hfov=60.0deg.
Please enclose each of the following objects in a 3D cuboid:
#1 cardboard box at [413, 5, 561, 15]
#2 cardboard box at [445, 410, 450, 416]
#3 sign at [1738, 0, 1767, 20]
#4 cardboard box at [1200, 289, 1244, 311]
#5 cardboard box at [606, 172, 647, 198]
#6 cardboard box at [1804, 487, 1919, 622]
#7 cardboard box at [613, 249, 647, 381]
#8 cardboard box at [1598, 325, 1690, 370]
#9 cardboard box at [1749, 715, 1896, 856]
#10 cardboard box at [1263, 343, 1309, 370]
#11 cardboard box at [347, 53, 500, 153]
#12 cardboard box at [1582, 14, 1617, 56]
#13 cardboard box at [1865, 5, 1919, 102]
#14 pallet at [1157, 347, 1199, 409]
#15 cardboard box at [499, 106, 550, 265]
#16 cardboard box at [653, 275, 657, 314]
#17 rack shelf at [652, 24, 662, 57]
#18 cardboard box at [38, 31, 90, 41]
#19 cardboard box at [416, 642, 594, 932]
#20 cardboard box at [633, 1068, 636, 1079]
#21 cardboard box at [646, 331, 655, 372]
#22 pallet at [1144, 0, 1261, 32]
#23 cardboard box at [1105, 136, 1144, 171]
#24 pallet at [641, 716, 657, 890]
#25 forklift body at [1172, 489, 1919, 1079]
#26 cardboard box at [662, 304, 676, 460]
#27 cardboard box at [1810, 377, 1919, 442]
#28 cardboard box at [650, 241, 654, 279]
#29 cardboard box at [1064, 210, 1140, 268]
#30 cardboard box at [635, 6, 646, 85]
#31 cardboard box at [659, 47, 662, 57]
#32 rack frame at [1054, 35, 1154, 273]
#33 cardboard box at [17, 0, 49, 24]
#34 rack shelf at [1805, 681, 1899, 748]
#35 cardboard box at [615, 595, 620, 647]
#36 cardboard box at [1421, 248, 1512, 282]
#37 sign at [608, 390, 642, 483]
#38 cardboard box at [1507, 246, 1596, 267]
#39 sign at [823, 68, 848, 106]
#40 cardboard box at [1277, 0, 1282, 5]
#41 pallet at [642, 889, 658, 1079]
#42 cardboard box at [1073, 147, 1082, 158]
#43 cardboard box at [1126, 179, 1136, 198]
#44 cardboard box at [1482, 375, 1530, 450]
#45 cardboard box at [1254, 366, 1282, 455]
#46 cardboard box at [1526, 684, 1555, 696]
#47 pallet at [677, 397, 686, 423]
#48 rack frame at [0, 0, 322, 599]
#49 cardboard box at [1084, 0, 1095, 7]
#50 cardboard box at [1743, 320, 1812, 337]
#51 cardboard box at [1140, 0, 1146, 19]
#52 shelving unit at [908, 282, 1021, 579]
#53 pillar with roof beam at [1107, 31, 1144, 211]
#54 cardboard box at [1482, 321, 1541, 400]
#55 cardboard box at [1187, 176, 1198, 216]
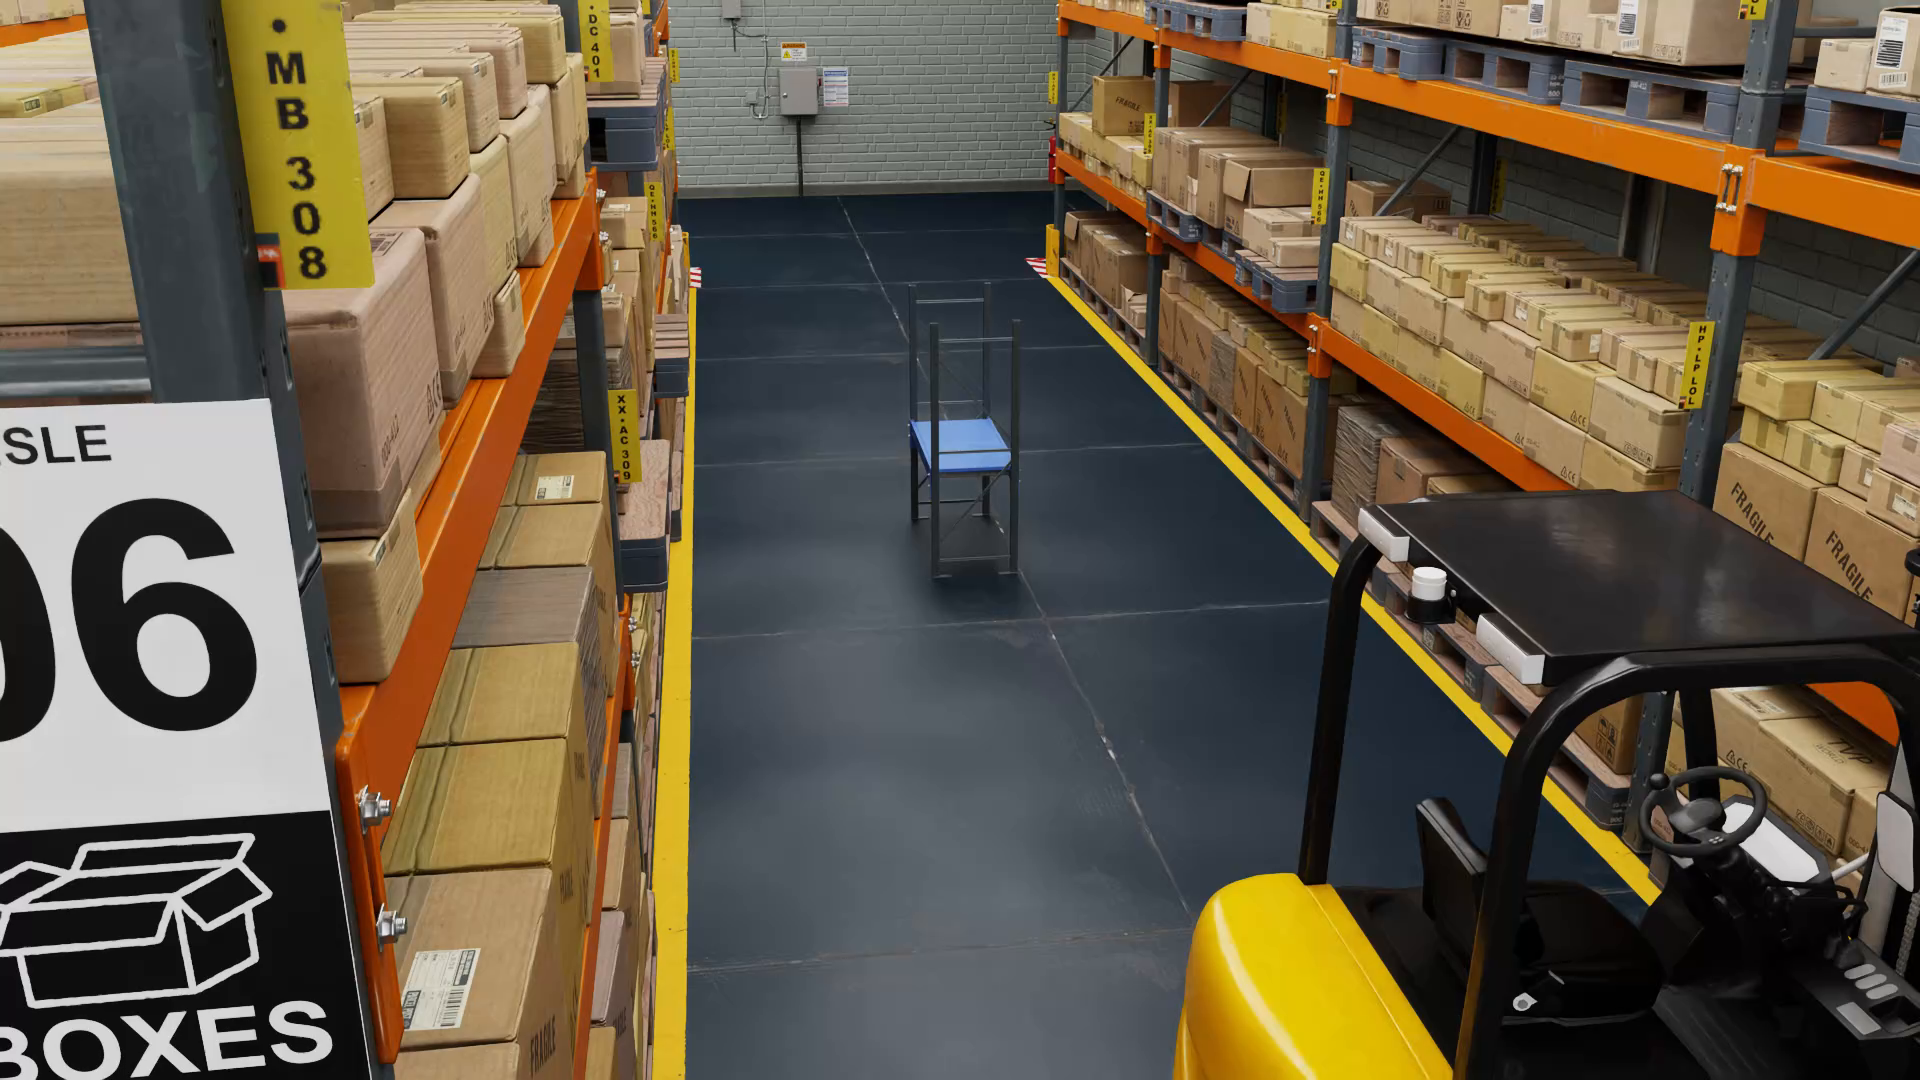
[{"bbox_3d":[-1.297,-1.390,4.582,0.380,0.149,0.250,-3,21,-9],"label":"cardboard box"},{"bbox_3d":[-1.055,-0.303,2.813,0.380,0.149,0.250,-4,21,-9],"label":"cardboard box"},{"bbox_3d":[2.704,-1.929,5.618,0.100,0.325,0.005,-3,21,-8],"label":"sign"},{"bbox_3d":[2.092,-1.852,12.934,0.380,0.149,0.250,-3,21,-9],"label":"cardboard box"},{"bbox_3d":[-2.078,-1.997,9.703,0.500,0.500,0.500,-4,21,-10],"label":"cardboard box"},{"bbox_3d":[3.136,0.134,5.426,0.500,0.500,0.500,-3,21,-7],"label":"cardboard box"},{"bbox_3d":[-1.671,-0.996,7.427,0.500,0.500,0.500,-4,21,-10],"label":"cardboard box"},{"bbox_3d":[2.932,-0.799,6.997,0.380,0.149,0.250,-3,21,-8],"label":"cardboard box"},{"bbox_3d":[3.062,0.819,5.637,0.500,0.250,0.500,-3,21,-8],"label":"cardboard box"},{"bbox_3d":[2.276,-1.224,11.252,0.380,0.149,0.250,-4,21,-10],"label":"cardboard box"},{"bbox_3d":[-1.022,-0.765,2.910,0.380,0.149,0.250,-2,21,-6],"label":"cardboard box"},{"bbox_3d":[2.780,-2.062,6.777,0.380,0.149,0.250,-3,21,-8],"label":"cardboard box"},{"bbox_3d":[3.118,-1.472,4.967,0.500,0.311,0.500,-2,21,-7],"label":"cardboard box"},{"bbox_3d":[2.241,-1.349,13.526,1.003,0.211,1.213,-3,21,-8],"label":"pallet"},{"bbox_3d":[-1.121,-0.721,3.362,0.500,0.250,0.500,-2,21,-7],"label":"cardboard box"},{"bbox_3d":[-2.070,-1.410,9.919,0.500,0.250,0.500,-3,21,-9],"label":"cardboard box"},{"bbox_3d":[-2.537,-3.059,10.860,1.077,0.370,4.000,-3,21,-8],"label":"rack shelf"},{"bbox_3d":[-1.708,-1.001,3.541,0.380,0.149,0.250,-3,21,-9],"label":"cardboard box"},{"bbox_3d":[-1.123,0.576,3.818,0.500,0.500,0.500,-3,21,-9],"label":"cardboard box"},{"bbox_3d":[-1.166,1.729,4.629,0.500,0.250,0.500,-3,21,-7],"label":"cardboard box"},{"bbox_3d":[-1.696,-0.919,8.150,0.380,0.149,0.250,-3,21,-7],"label":"cardboard box"},{"bbox_3d":[2.110,-4.023,12.681,1.213,0.211,1.003,-3,21,-8],"label":"pallet"},{"bbox_3d":[1.625,-3.514,15.127,0.500,0.250,0.500,-3,21,-8],"label":"cardboard box"},{"bbox_3d":[-1.786,1.123,6.907,1.003,0.211,1.213,-3,21,-8],"label":"pallet"},{"bbox_3d":[1.737,1.053,4.323,2.313,2.155,1.214,-3,21,-8],"label":"forklift body"},{"bbox_3d":[-2.391,-1.052,11.182,0.875,0.875,0.875,-3,21,-7],"label":"cardboard box"},{"bbox_3d":[3.136,-0.445,5.624,0.380,0.149,0.250,-3,21,-7],"label":"cardboard box"},{"bbox_3d":[-2.077,-1.650,9.847,0.500,0.250,0.500,-3,21,-8],"label":"cardboard box"},{"bbox_3d":[1.504,-3.131,17.278,0.797,0.503,0.637,-4,21,-10],"label":"cardboard box"},{"bbox_3d":[-1.434,-1.843,6.191,0.500,0.250,0.500,-3,21,-8],"label":"cardboard box"},{"bbox_3d":[-2.976,-4.512,15.511,0.380,0.149,0.250,-2,21,-7],"label":"cardboard box"},{"bbox_3d":[1.509,-4.320,17.495,1.000,3.000,0.127,-3,21,-8],"label":"rack frame"},{"bbox_3d":[-7.652,-4.261,13.266,0.500,0.250,0.500,-2,21,-5],"label":"cardboard box"},{"bbox_3d":[3.527,0.864,4.643,1.077,0.370,4.000,-3,21,-8],"label":"rack shelf"},{"bbox_3d":[-1.324,0.300,5.484,0.380,0.149,0.250,-3,21,-8],"label":"cardboard box"},{"bbox_3d":[2.635,-1.420,8.661,0.380,0.149,0.250,-3,21,-7],"label":"cardboard box"},{"bbox_3d":[-1.136,-0.349,5.626,0.100,0.325,0.005,-3,21,-8],"label":"sign"},{"bbox_3d":[3.100,-1.445,8.727,0.380,0.149,0.250,-3,21,-8],"label":"cardboard box"},{"bbox_3d":[-1.679,-6.127,22.469,0.329,0.494,0.001,-3,21,-8],"label":"sign"},{"bbox_3d":[2.277,-3.538,10.759,0.380,0.149,0.250,-3,21,-7],"label":"cardboard box"},{"bbox_3d":[-1.540,1.624,5.567,1.003,0.211,1.213,-3,21,-8],"label":"pallet"},{"bbox_3d":[1.368,-3.989,16.968,0.380,0.149,0.250,-2,21,-6],"label":"cardboard box"},{"bbox_3d":[1.670,-3.093,14.568,0.380,0.149,0.250,-2,21,-6],"label":"cardboard box"},{"bbox_3d":[2.788,-0.603,7.759,0.500,0.250,0.500,-3,21,-7],"label":"cardboard box"},{"bbox_3d":[2.327,-0.885,11.271,0.500,0.500,0.500,-3,21,-9],"label":"cardboard box"},{"bbox_3d":[3.049,0.302,7.915,0.875,0.625,0.625,-3,21,-8],"label":"cardboard box"},{"bbox_3d":[-2.640,-1.114,12.896,1.003,0.211,1.213,-3,21,-8],"label":"pallet"},{"bbox_3d":[-1.096,-1.339,0.939,1.000,3.000,0.127,-3,21,-8],"label":"rack frame"},{"bbox_3d":[1.388,-5.124,15.721,0.380,0.149,0.250,-3,21,-8],"label":"cardboard box"},{"bbox_3d":[3.379,-0.830,7.082,0.380,0.149,0.250,-3,21,-8],"label":"cardboard box"},{"bbox_3d":[1.710,-4.417,13.827,0.380,0.149,0.250,-3,21,-8],"label":"cardboard box"},{"bbox_3d":[0.012,-0.673,9.875,0.538,1.500,1.048,-3,21,-8],"label":"shelving unit"},{"bbox_3d":[-2.247,-7.892,18.485,9.100,9.000,0.400,-3,21,-8],"label":"pillar with roof beam"},{"bbox_3d":[2.766,-0.841,7.681,0.500,0.250,0.500,-3,21,-7],"label":"cardboard box"},{"bbox_3d":[1.906,-2.568,12.397,0.396,0.266,0.258,-2,21,-5],"label":"cardboard box"}]
